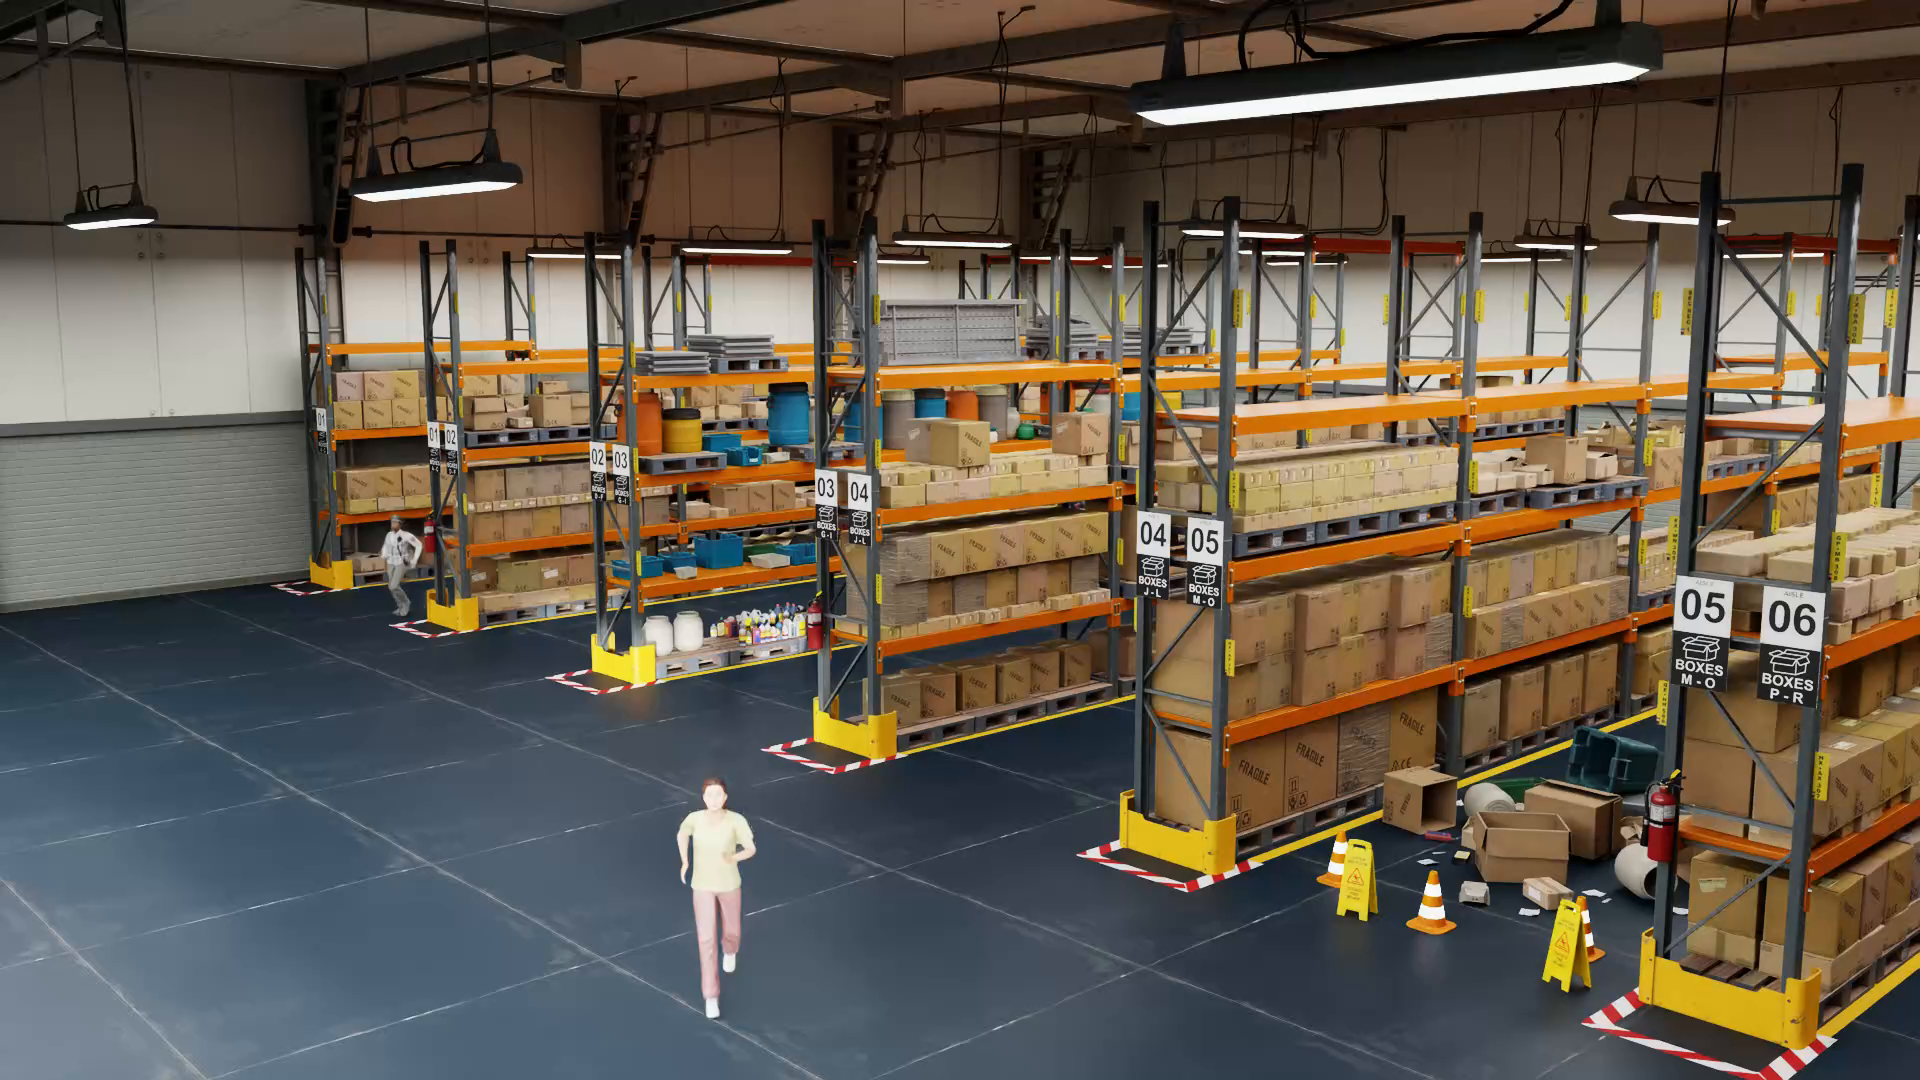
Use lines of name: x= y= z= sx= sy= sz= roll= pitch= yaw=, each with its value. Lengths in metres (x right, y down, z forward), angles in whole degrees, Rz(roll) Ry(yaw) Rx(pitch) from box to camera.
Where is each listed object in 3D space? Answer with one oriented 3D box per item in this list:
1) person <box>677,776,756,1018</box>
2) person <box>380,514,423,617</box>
person: x=-1.787 y=2.546 z=12.225 sx=0.580 sy=1.649 sz=0.964 roll=-1 pitch=8 yaw=-7
person: x=-9.069 y=0.417 z=26.861 sx=0.666 sy=1.687 sz=0.563 roll=3 pitch=9 yaw=21
